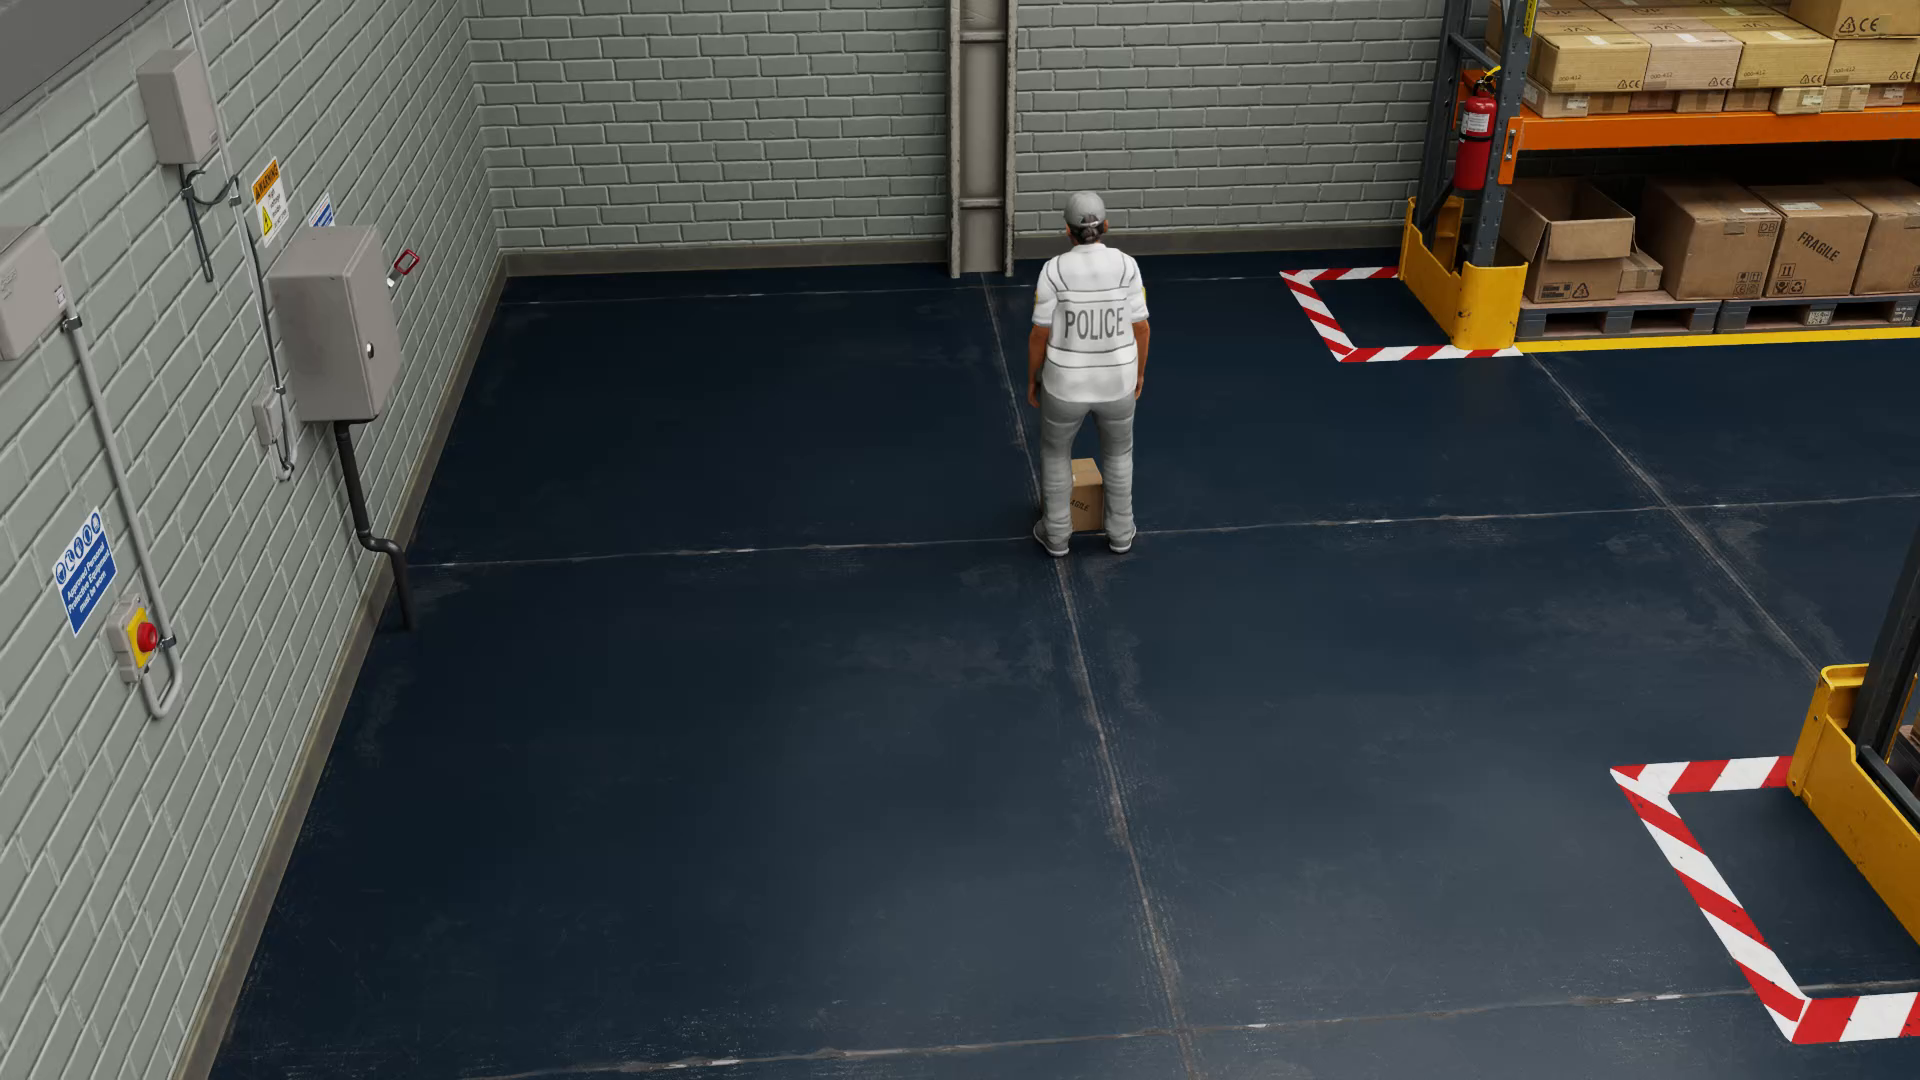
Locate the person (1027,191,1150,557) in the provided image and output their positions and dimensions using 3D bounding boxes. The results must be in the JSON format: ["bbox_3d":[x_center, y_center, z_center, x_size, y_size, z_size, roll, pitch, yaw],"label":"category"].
[{"bbox_3d":[0.559,-0.703,7.284,0.547,1.666,0.473,-3,31,-5],"label":"person"}]
